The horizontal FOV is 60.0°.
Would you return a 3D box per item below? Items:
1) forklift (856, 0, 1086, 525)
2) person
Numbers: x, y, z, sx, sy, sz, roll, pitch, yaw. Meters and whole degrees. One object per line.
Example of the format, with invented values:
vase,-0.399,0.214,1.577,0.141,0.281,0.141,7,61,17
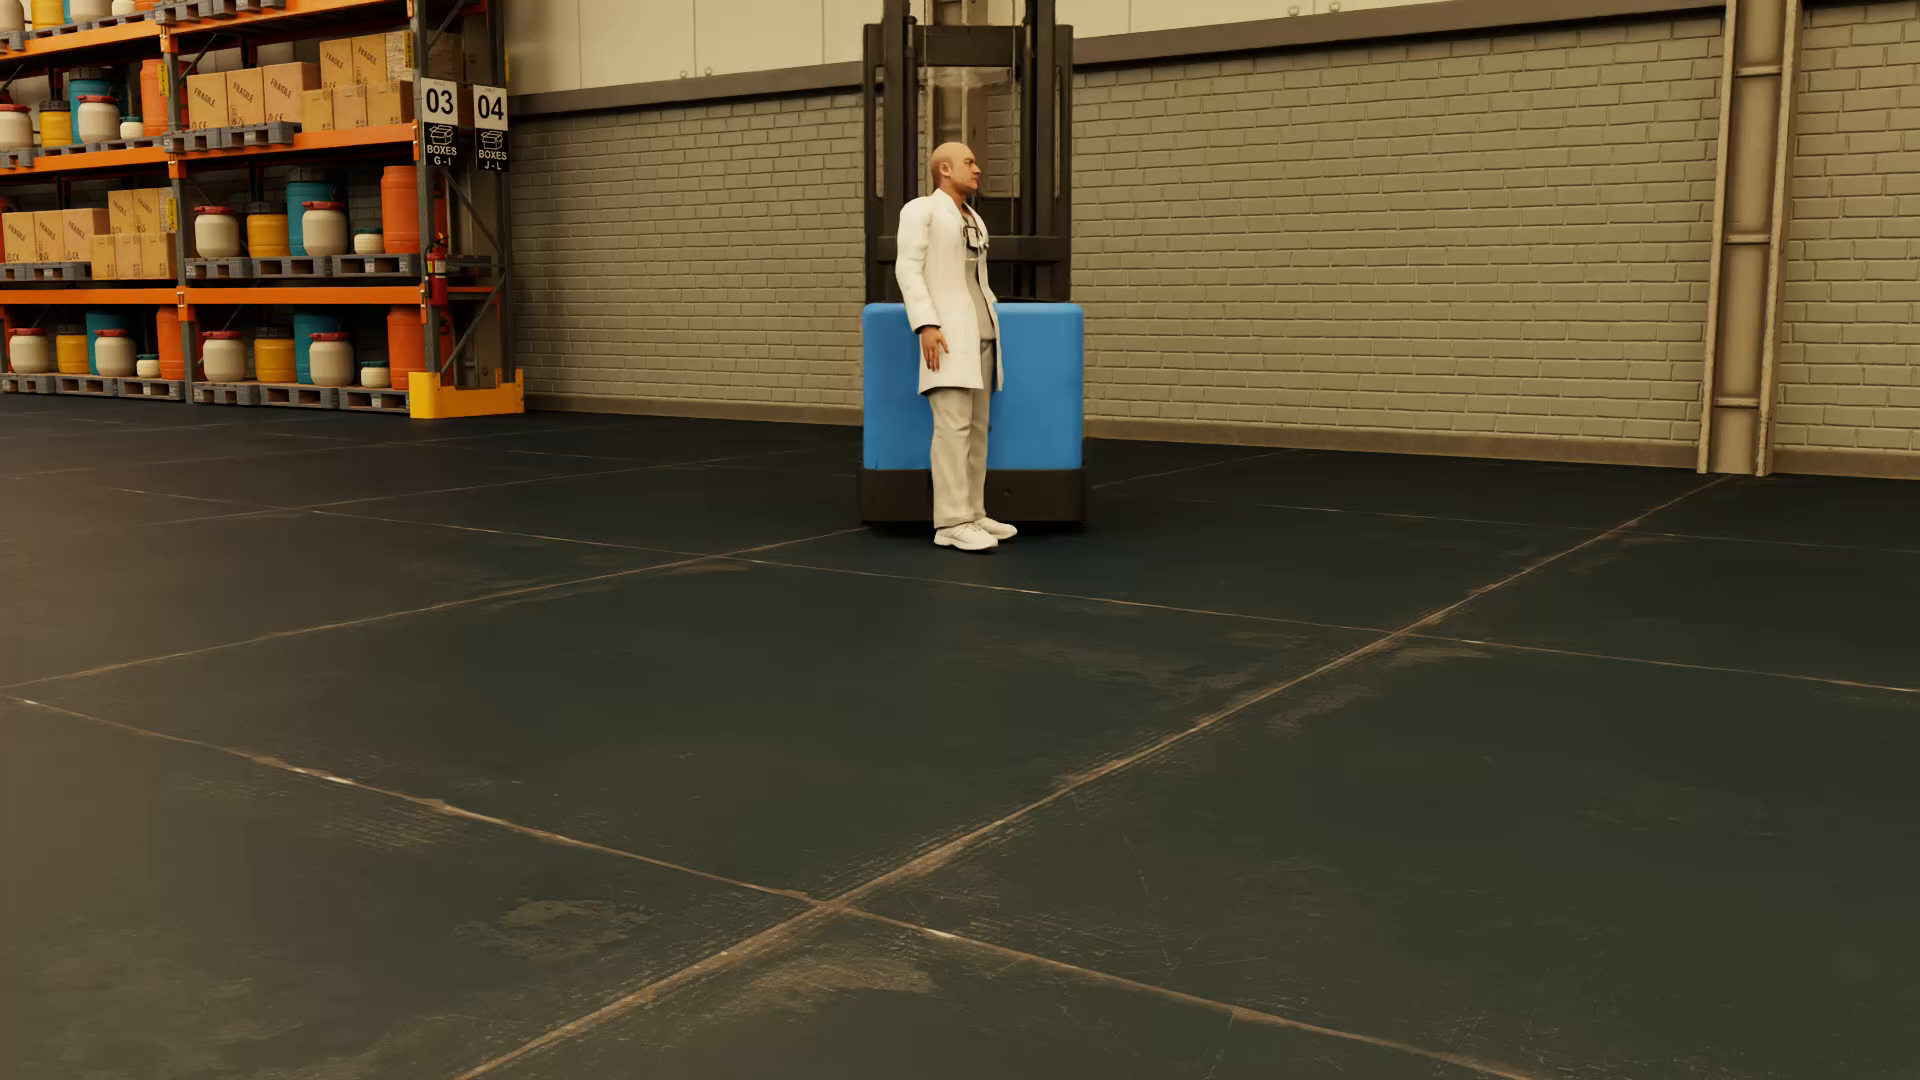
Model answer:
forklift,0.036,-1.679,8.999,1.130,2.935,3.031,0,8,-1
person,0.072,-0.880,7.423,0.581,1.776,0.696,5,10,34
